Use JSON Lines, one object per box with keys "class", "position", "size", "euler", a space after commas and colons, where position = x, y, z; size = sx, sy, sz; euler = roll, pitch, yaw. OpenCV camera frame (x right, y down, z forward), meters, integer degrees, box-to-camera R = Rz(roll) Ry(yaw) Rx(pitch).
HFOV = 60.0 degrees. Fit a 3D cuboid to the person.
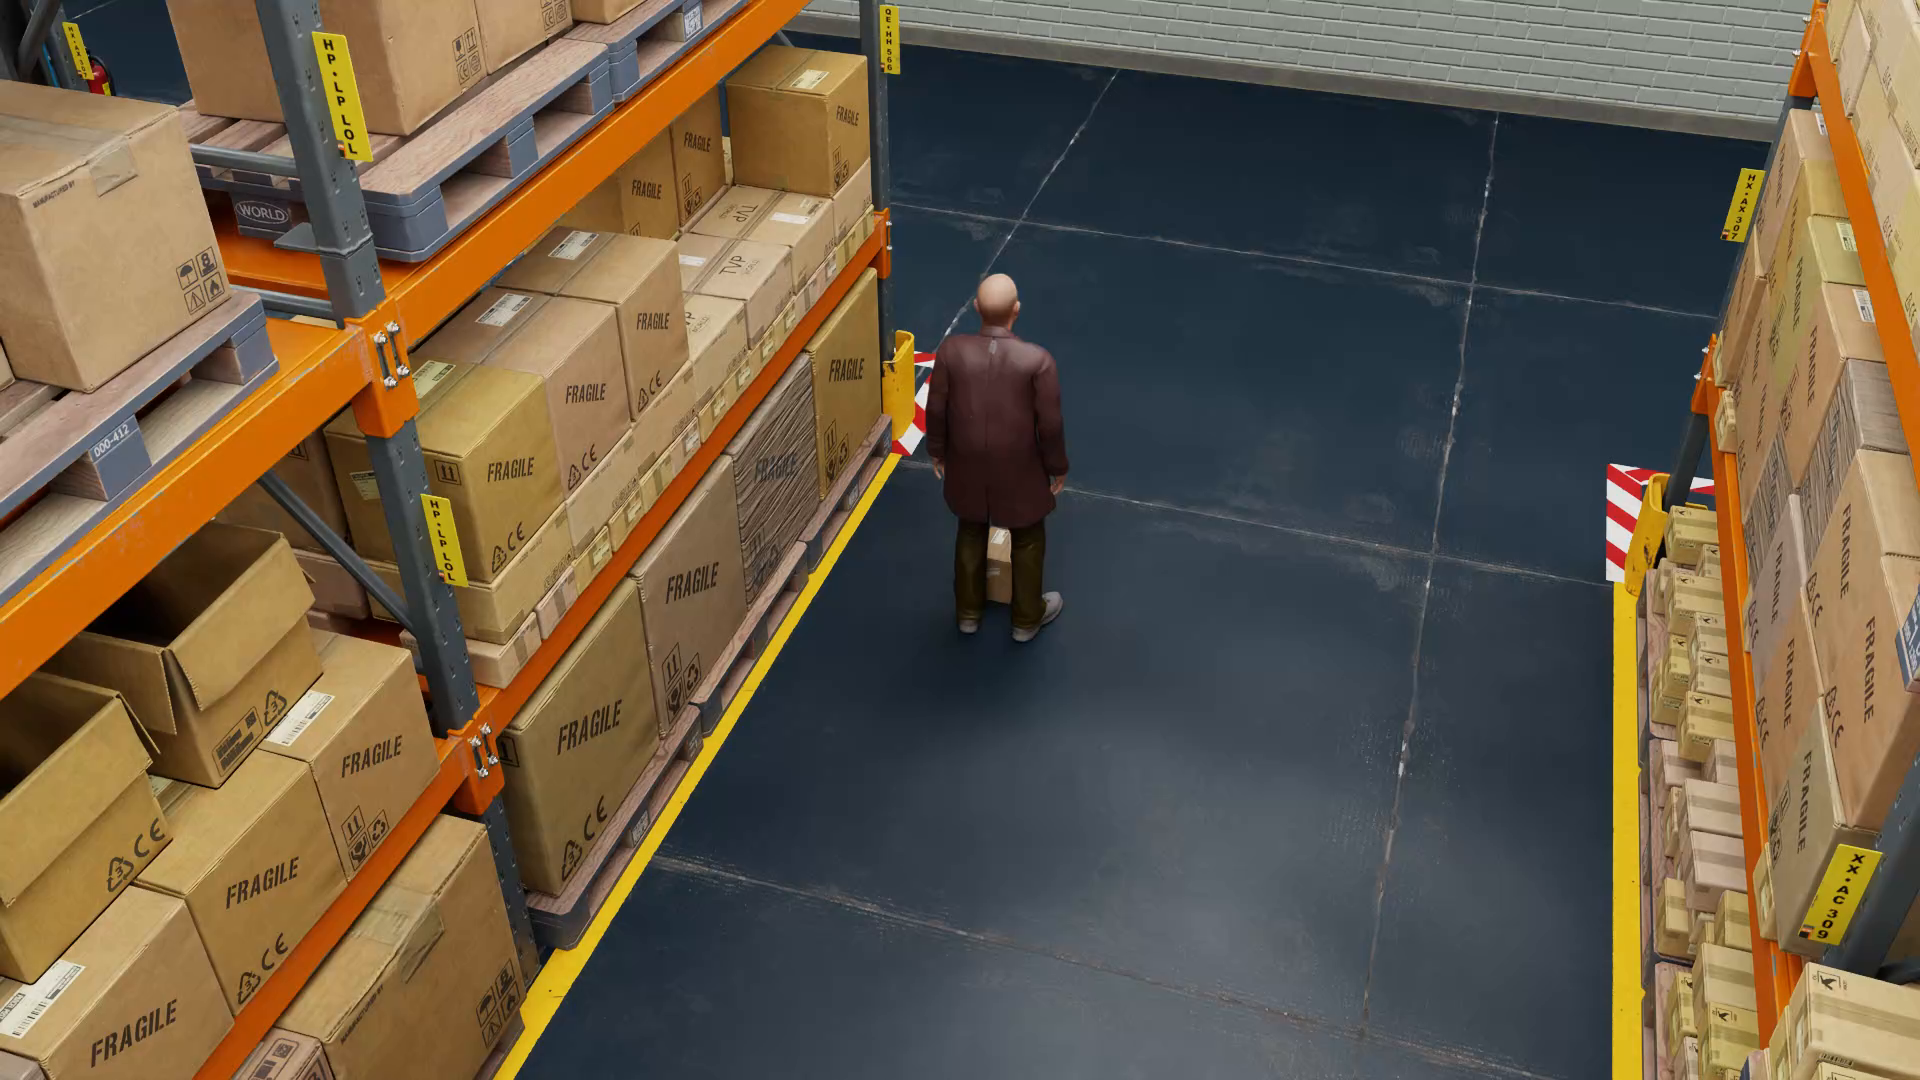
{"class": "person", "position": [0.164, -0.331, 7.380], "size": [0.651, 1.740, 0.420], "euler": [10, 38, 13]}
